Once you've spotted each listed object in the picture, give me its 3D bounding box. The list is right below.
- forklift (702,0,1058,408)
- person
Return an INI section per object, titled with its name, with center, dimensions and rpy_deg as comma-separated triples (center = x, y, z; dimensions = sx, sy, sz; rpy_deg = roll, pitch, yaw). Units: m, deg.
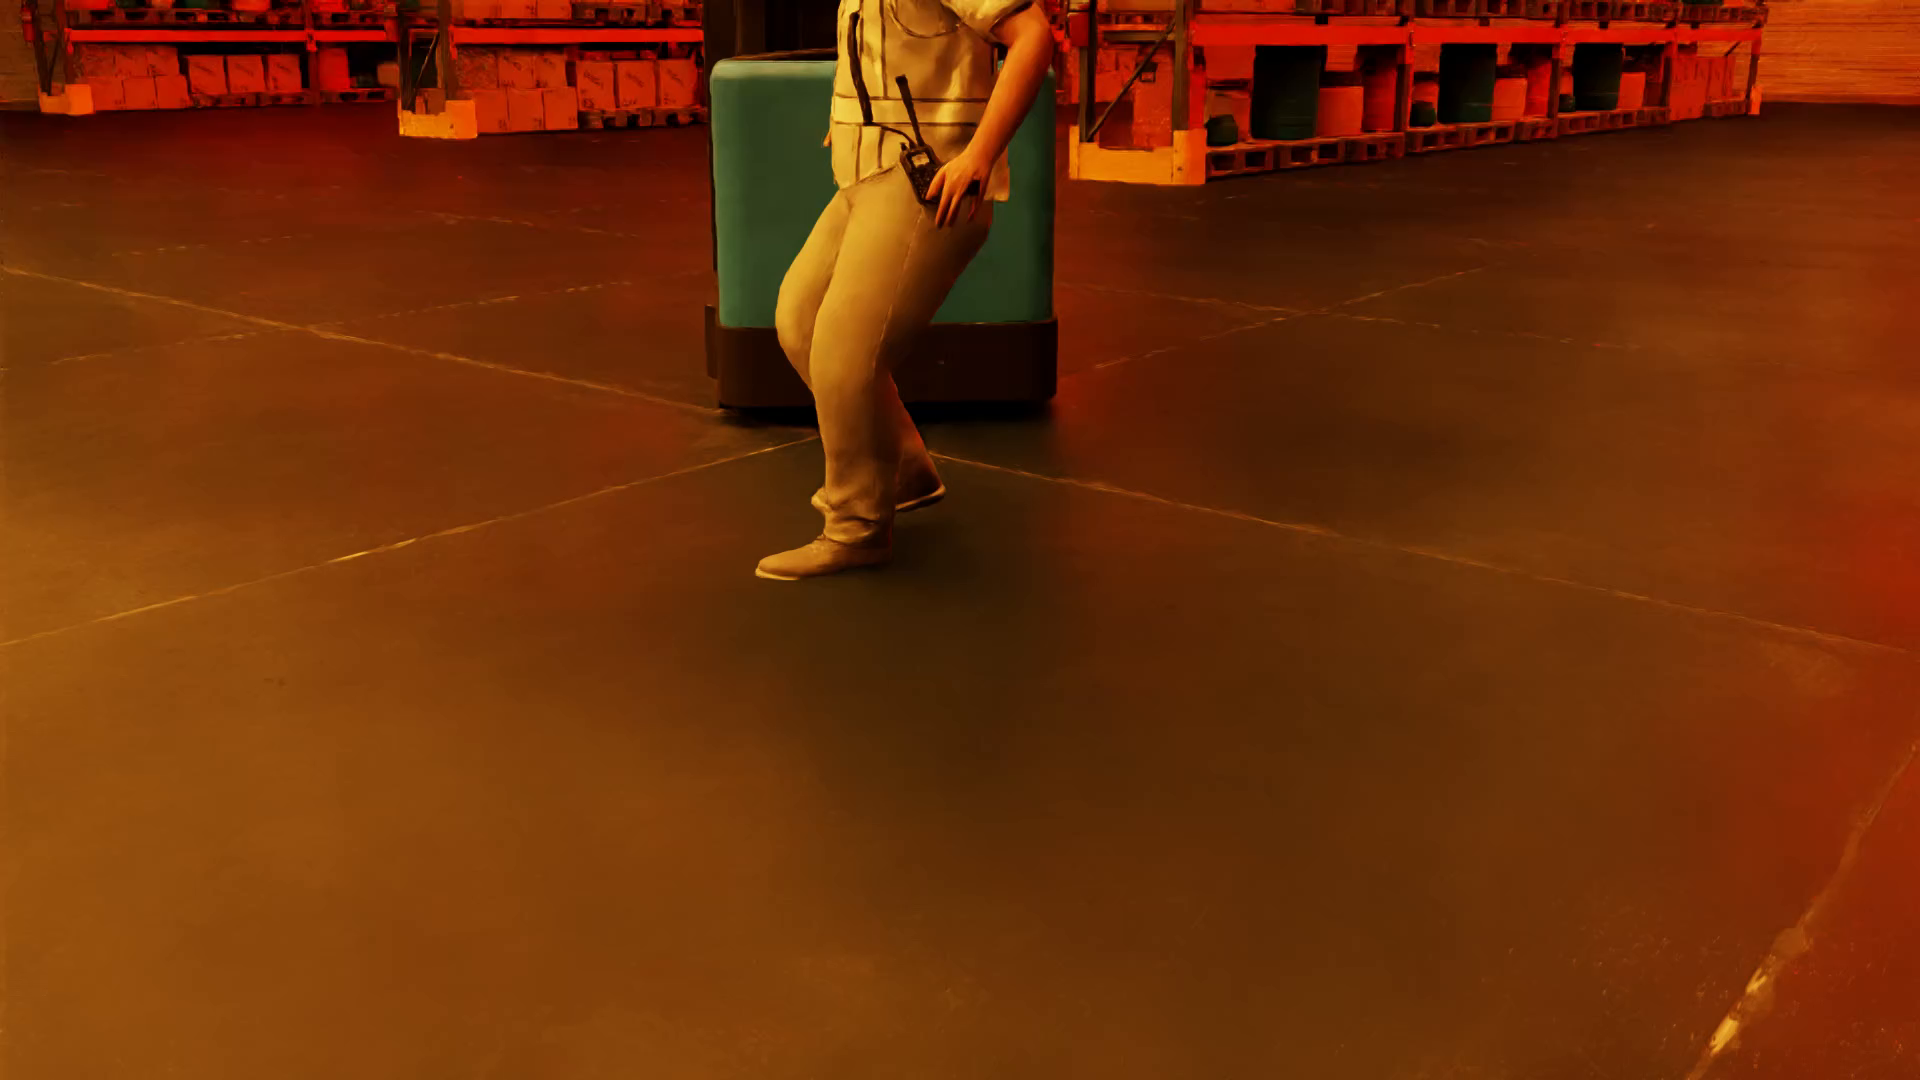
[forklift]
center = -0.403, -2.185, 6.094
dimensions = 1.130, 2.935, 3.031
rpy_deg = -2, 17, -7
[person]
center = -0.180, -0.780, 3.650
dimensions = 0.620, 1.730, 0.913
rpy_deg = -3, 17, -11
